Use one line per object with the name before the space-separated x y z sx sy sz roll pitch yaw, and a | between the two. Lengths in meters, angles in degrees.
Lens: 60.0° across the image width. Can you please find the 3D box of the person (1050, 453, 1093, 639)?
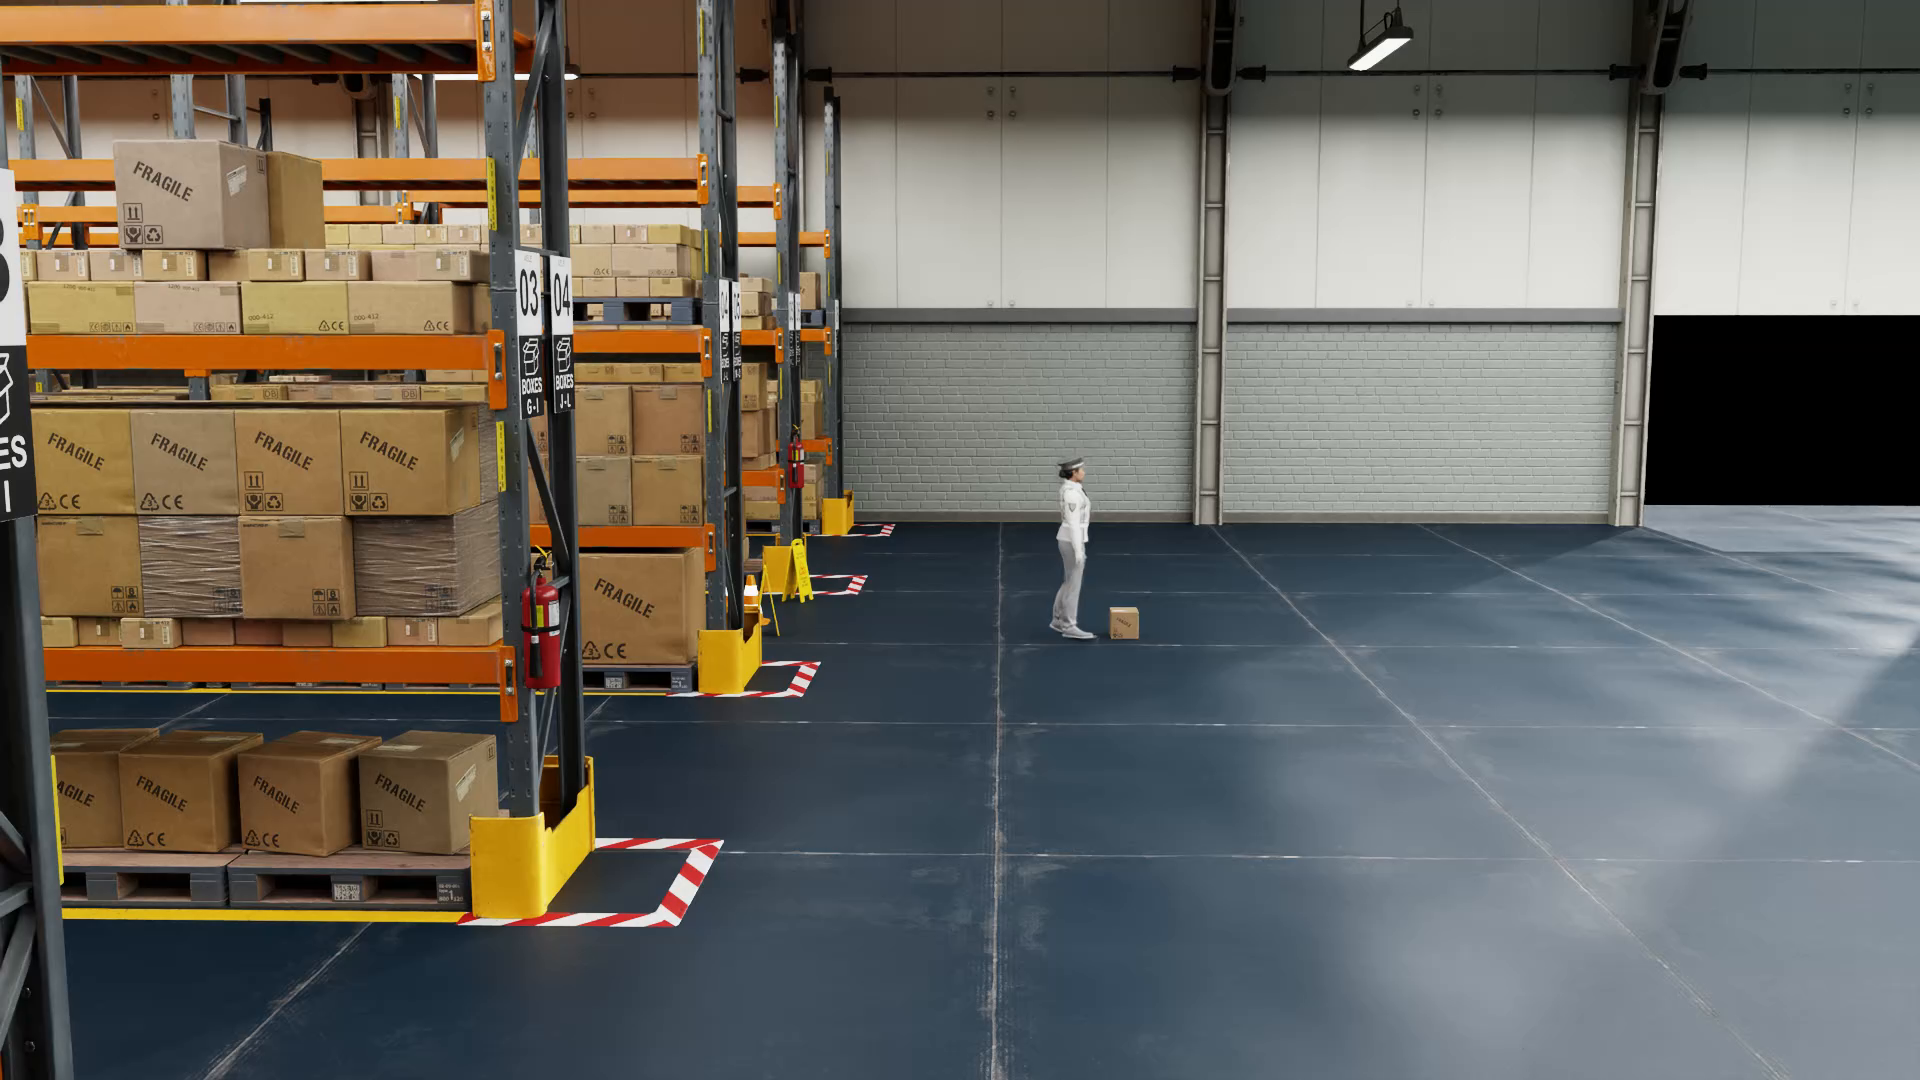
person | 1.035 0.072 15.266 0.384 1.740 0.510 0 7 2
